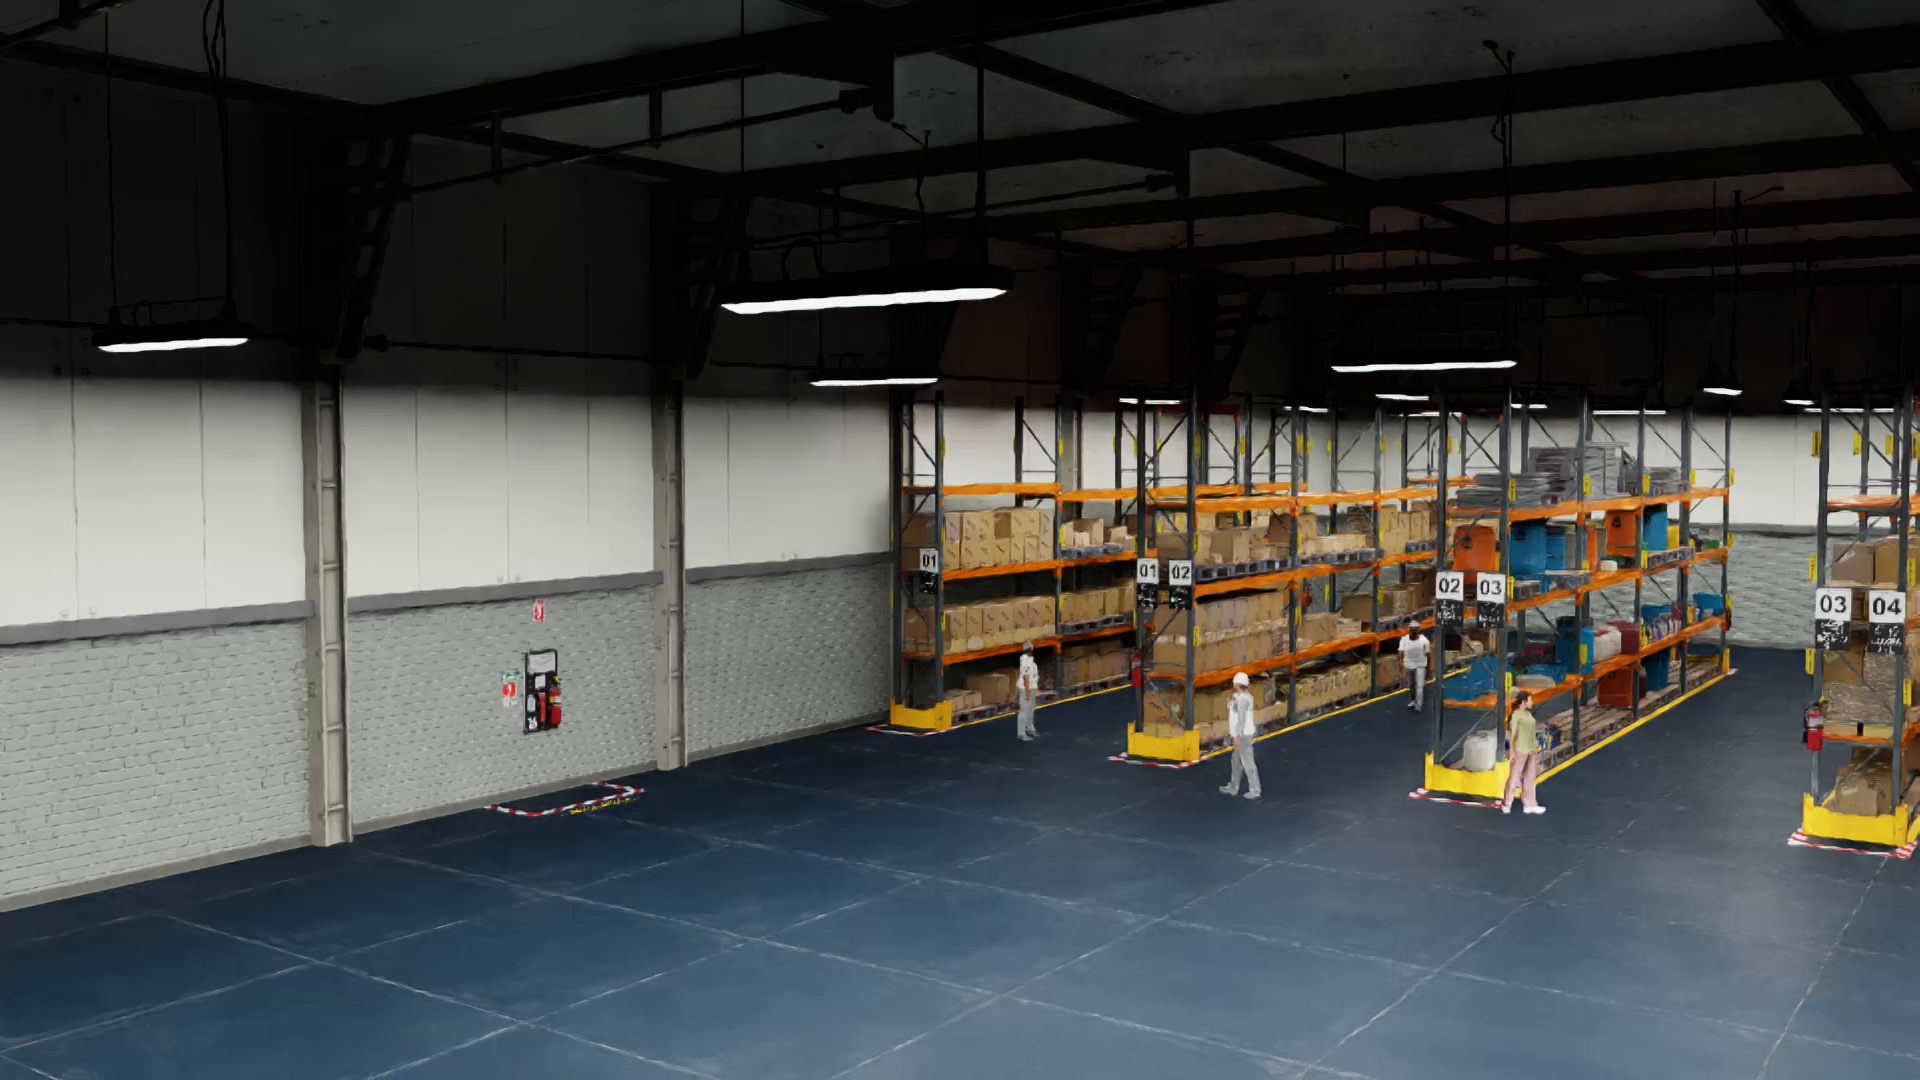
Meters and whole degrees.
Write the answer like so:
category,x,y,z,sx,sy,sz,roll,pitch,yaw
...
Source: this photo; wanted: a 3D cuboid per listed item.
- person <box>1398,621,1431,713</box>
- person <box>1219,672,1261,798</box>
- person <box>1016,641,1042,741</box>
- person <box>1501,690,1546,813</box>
category,x,y,z,sx,sy,sz,roll,pitch,yaw
person,8.571,2.372,31.421,0.571,1.706,1.033,2,4,27
person,4.014,2.780,23.815,0.624,1.774,0.644,1,3,15
person,1.178,2.561,28.423,0.450,1.668,0.530,0,3,6
person,7.660,2.887,22.679,0.605,1.672,0.450,-3,4,-42
